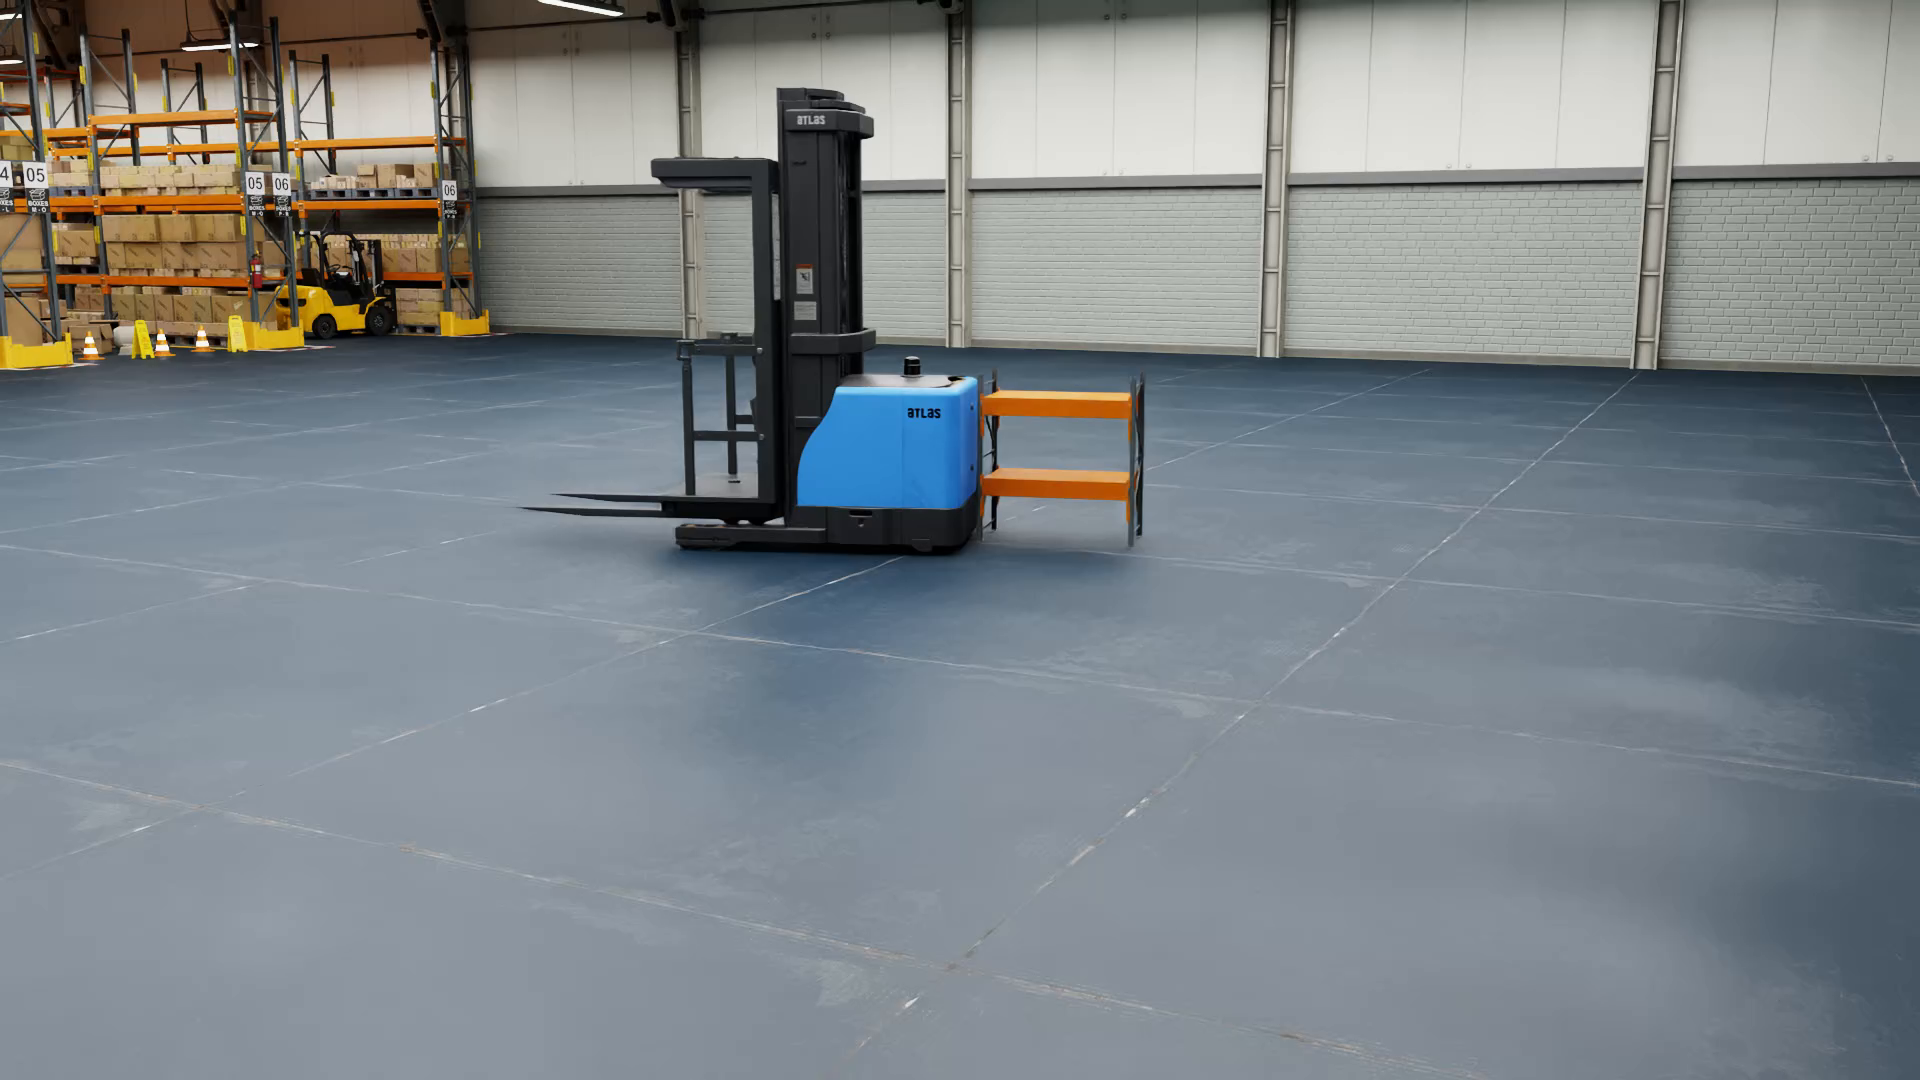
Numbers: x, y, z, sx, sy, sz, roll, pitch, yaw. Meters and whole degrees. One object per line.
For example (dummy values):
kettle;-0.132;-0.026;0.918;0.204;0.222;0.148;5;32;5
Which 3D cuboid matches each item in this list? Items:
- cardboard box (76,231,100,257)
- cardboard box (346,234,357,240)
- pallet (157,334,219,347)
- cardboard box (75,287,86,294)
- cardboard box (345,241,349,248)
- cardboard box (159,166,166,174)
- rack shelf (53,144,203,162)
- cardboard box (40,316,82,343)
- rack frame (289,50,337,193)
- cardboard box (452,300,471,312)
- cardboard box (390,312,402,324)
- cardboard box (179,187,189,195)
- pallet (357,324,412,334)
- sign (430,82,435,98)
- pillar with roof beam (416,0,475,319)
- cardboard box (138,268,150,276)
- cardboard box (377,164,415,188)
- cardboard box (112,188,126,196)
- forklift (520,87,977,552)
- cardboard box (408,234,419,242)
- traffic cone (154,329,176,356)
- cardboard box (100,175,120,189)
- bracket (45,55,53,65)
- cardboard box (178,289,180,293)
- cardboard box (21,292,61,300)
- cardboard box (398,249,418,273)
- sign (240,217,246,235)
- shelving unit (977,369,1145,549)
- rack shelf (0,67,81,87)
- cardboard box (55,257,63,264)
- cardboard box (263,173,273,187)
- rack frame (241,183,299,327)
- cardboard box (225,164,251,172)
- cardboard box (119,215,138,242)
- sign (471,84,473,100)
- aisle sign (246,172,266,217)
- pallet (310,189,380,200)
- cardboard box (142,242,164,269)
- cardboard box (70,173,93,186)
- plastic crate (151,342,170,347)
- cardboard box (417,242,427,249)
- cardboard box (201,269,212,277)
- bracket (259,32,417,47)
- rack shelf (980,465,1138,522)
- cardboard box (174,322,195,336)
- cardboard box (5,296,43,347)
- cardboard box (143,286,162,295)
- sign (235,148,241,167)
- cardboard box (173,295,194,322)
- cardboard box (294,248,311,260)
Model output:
cardboard box;-16.856;-5.785;32.474;0.500;0.500;0.500;5;11;25
cardboard box;-13.055;-6.540;36.007;0.250;0.149;0.380;5;11;25
pallet;-14.624;-3.867;32.005;1.213;0.211;1.003;5;11;26
cardboard box;-21.117;-6.031;40.149;0.250;0.149;0.380;6;12;29
cardboard box;-13.075;-6.388;36.004;0.250;0.149;0.380;5;11;25
cardboard box;-14.771;-6.941;31.203;0.250;0.149;0.380;5;12;27
rack shelf;-19.527;-9.050;39.108;4.000;0.370;1.077;5;11;26
cardboard box;-16.290;-3.712;29.947;0.503;0.637;0.797;5;11;26
rack frame;-14.147;-9.128;36.396;0.127;3.000;1.000;5;11;26
cardboard box;-10.889;-5.030;35.739;0.500;0.250;0.500;5;12;27
cardboard box;-12.007;-4.782;35.772;0.500;0.250;0.500;5;11;26
cardboard box;-14.332;-6.509;31.052;0.250;0.149;0.380;5;11;24
pallet;-12.354;-4.638;36.265;1.213;0.211;1.003;5;11;26
sign;-10.812;-9.226;34.091;0.005;0.325;0.100;5;11;26
pillar with roof beam;-12.690;-8.324;31.954;0.548;9.000;9.100;5;11;26
cardboard box;-15.492;-5.130;31.859;0.250;0.149;0.380;5;12;28
cardboard box;-11.939;-7.734;35.378;0.500;0.500;0.700;5;11;26
cardboard box;-15.960;-6.641;31.785;0.250;0.149;0.380;5;11;26
forklift;-1.420;-1.462;11.076;3.031;2.935;1.130;1;10;8
cardboard box;-11.456;-6.400;35.235;0.250;0.149;0.380;5;12;27
traffic cone;-13.895;-3.443;28.954;0.334;0.463;0.336;5;11;26
cardboard box;-16.066;-6.853;31.835;0.500;0.250;0.500;5;11;25
bracket;-22.076;-11.704;40.524;0.430;0.232;0.235;5;11;26
cardboard box;-18.289;-5.785;38.790;0.250;0.149;0.380;4;11;23
cardboard box;-22.721;-5.879;41.131;0.500;0.500;0.700;5;11;24
cardboard box;-11.578;-5.949;35.396;0.500;0.500;0.500;5;12;28
sign;-13.016;-5.706;30.194;0.005;0.325;0.100;5;11;26
shelving unit;0.680;-0.560;11.164;1.048;1.125;0.538;2;11;13
rack shelf;-23.115;-11.197;40.518;4.000;0.370;1.077;5;11;26
cardboard box;-17.629;-5.520;32.832;0.250;0.149;0.380;5;11;26
cardboard box;-13.086;-6.698;30.980;0.500;0.250;0.500;5;11;25
rack frame;-12.753;-5.067;30.806;0.127;3.000;1.000;5;11;26
cardboard box;-13.187;-6.792;30.377;0.250;0.149;0.380;5;11;26
cardboard box;-15.593;-5.957;31.799;0.500;0.500;0.700;5;11;26
sign;-10.308;-9.438;35.044;0.005;0.325;0.100;5;11;26
aisle sign;-12.825;-6.295;30.292;0.004;0.787;0.394;5;11;26
pallet;-13.370;-7.545;36.322;1.213;0.211;1.003;5;11;26
cardboard box;-15.163;-5.421;31.647;0.500;0.500;0.500;5;11;25
cardboard box;-16.928;-7.014;32.383;0.500;0.250;0.500;5;11;25
plastic crate;-15.295;-3.691;31.401;0.583;0.080;0.402;1;10;6
cardboard box;-11.237;-6.227;35.110;0.250;0.149;0.380;5;12;27
cardboard box;-13.924;-4.980;31.031;0.250;0.149;0.380;5;12;27
bracket;-13.625;-10.962;36.421;4.783;0.066;0.076;5;11;26
rack shelf;0.680;-0.319;11.208;1.000;0.278;0.538;2;11;13
cardboard box;-14.529;-4.024;31.584;0.500;0.250;0.500;5;11;24
cardboard box;-15.490;-3.473;26.783;0.875;0.875;0.875;5;11;26
cardboard box;-15.383;-4.775;31.806;0.250;0.149;0.380;6;12;28
sign;-13.016;-6.892;29.979;0.005;0.325;0.100;5;11;26
cardboard box;-14.505;-4.393;31.516;0.500;0.500;0.500;5;11;24
cardboard box;-14.700;-6.346;36.887;0.500;0.250;0.500;5;11;25
